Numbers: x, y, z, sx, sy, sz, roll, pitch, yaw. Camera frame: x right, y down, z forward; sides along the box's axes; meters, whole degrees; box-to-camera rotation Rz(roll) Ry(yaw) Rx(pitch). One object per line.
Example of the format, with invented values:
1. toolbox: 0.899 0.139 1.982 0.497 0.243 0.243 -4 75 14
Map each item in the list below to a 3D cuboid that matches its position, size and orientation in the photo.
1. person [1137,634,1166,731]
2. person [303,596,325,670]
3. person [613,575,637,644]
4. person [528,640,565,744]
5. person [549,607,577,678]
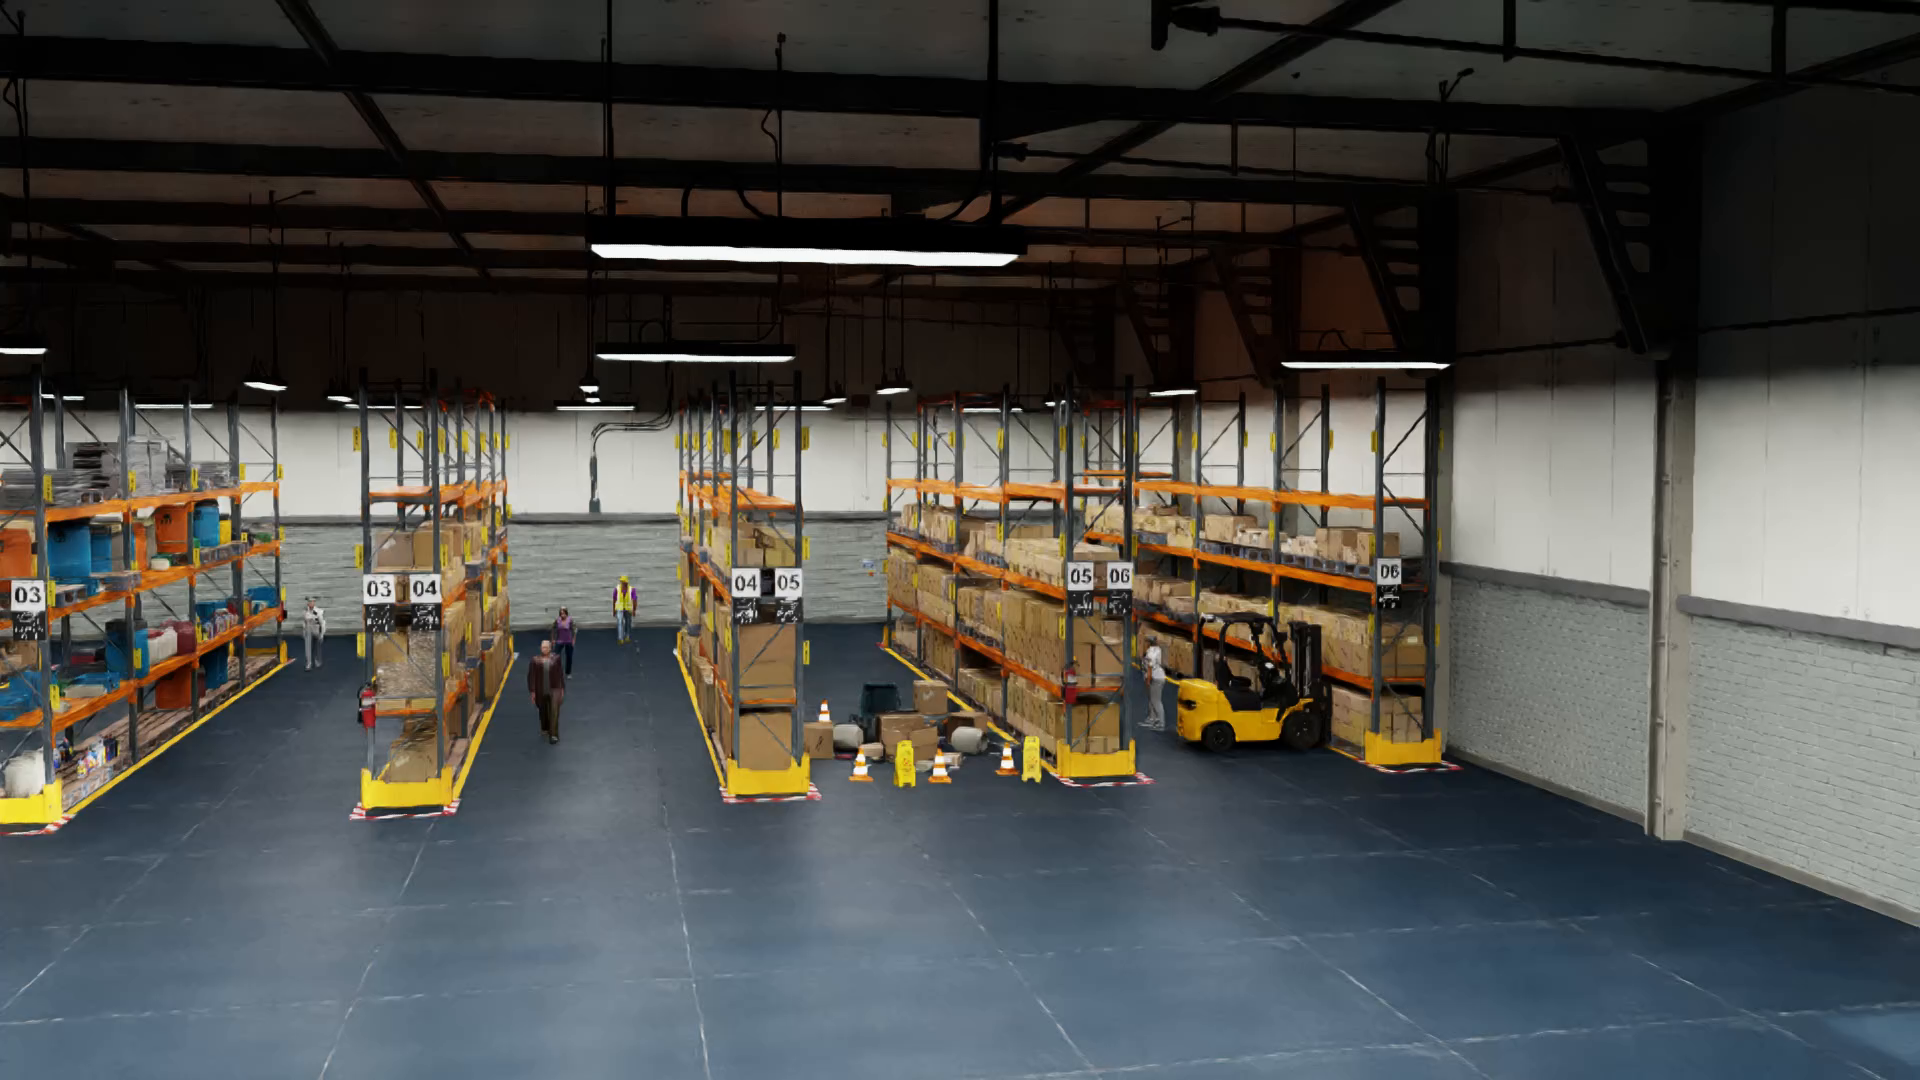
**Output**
1. person: 3.318 2.447 28.811 0.556 1.659 0.598 1 4 19
2. person: -14.155 2.015 36.417 0.502 1.624 0.976 -1 3 -13
3. person: -8.294 1.698 41.167 0.572 1.689 1.128 -1 4 -14
4. person: -6.865 2.492 27.589 0.598 1.698 1.193 -1 3 -10
5. person: -8.352 2.155 35.014 0.566 1.541 0.499 -1 4 -14
